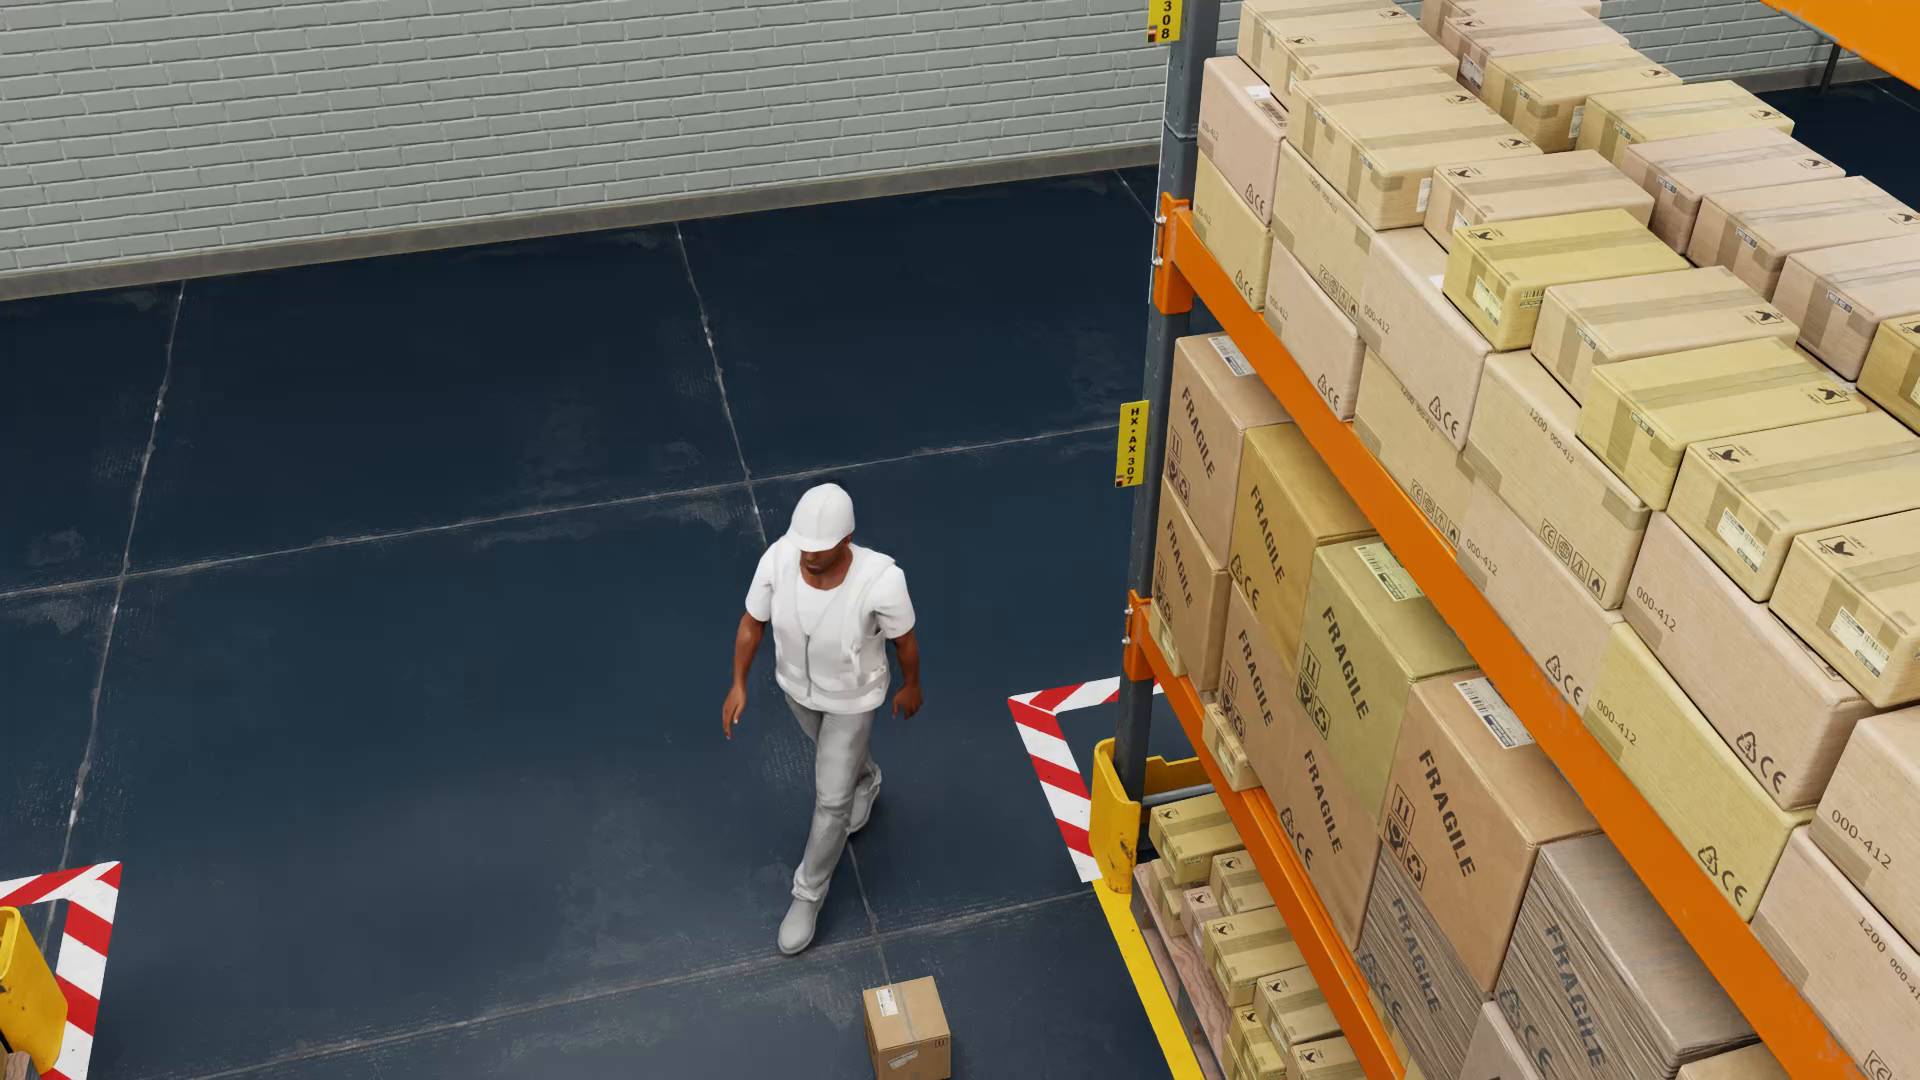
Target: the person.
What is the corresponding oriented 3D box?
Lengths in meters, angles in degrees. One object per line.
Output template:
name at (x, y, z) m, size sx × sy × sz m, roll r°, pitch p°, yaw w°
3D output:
person at (-0.532, 0.570, 5.938) m, size 0.587 × 1.724 × 0.910 m, roll 20°, pitch 42°, yaw 24°
